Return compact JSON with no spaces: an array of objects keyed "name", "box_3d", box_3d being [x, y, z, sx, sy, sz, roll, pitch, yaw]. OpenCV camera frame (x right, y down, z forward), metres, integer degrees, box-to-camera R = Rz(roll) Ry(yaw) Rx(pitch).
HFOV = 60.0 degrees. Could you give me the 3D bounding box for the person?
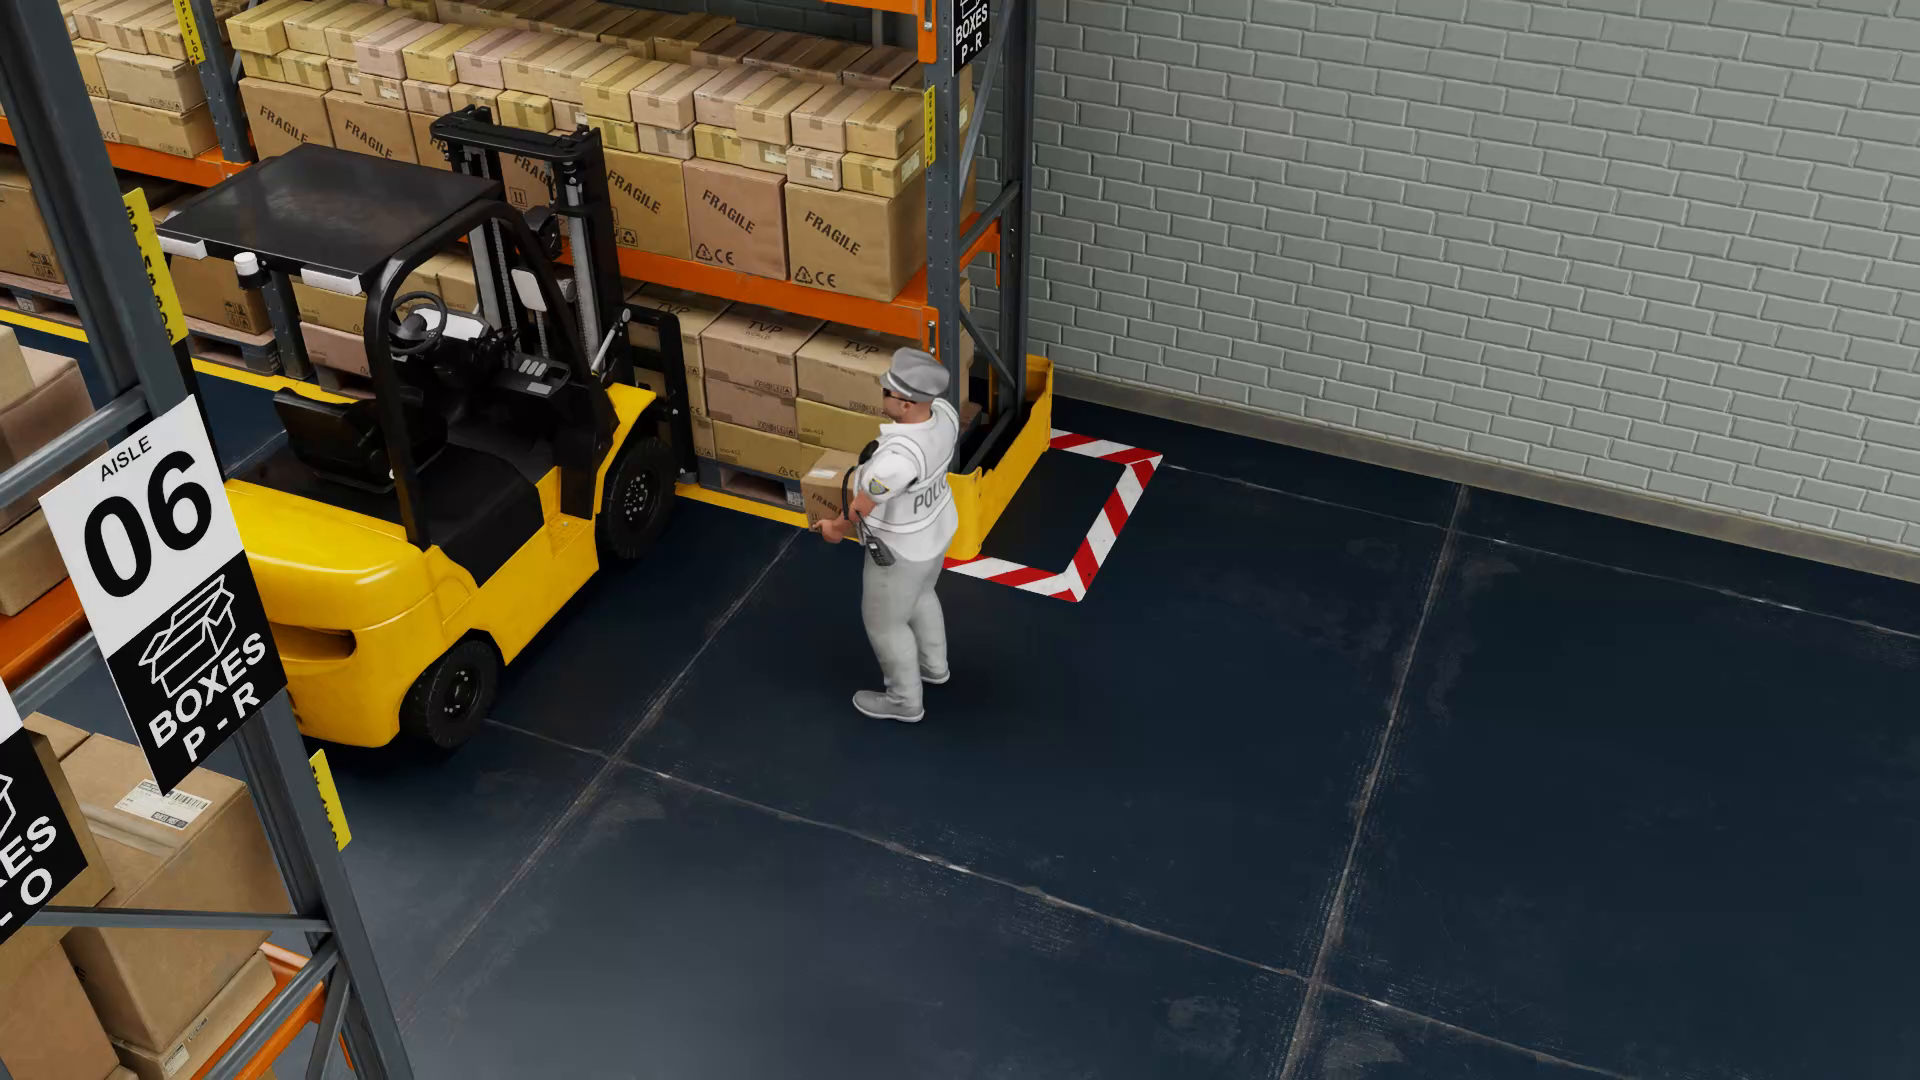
[{"name":"person","box_3d":[-0.304,-0.031,6.844,0.555,1.767,0.494,15,40,19]}]
